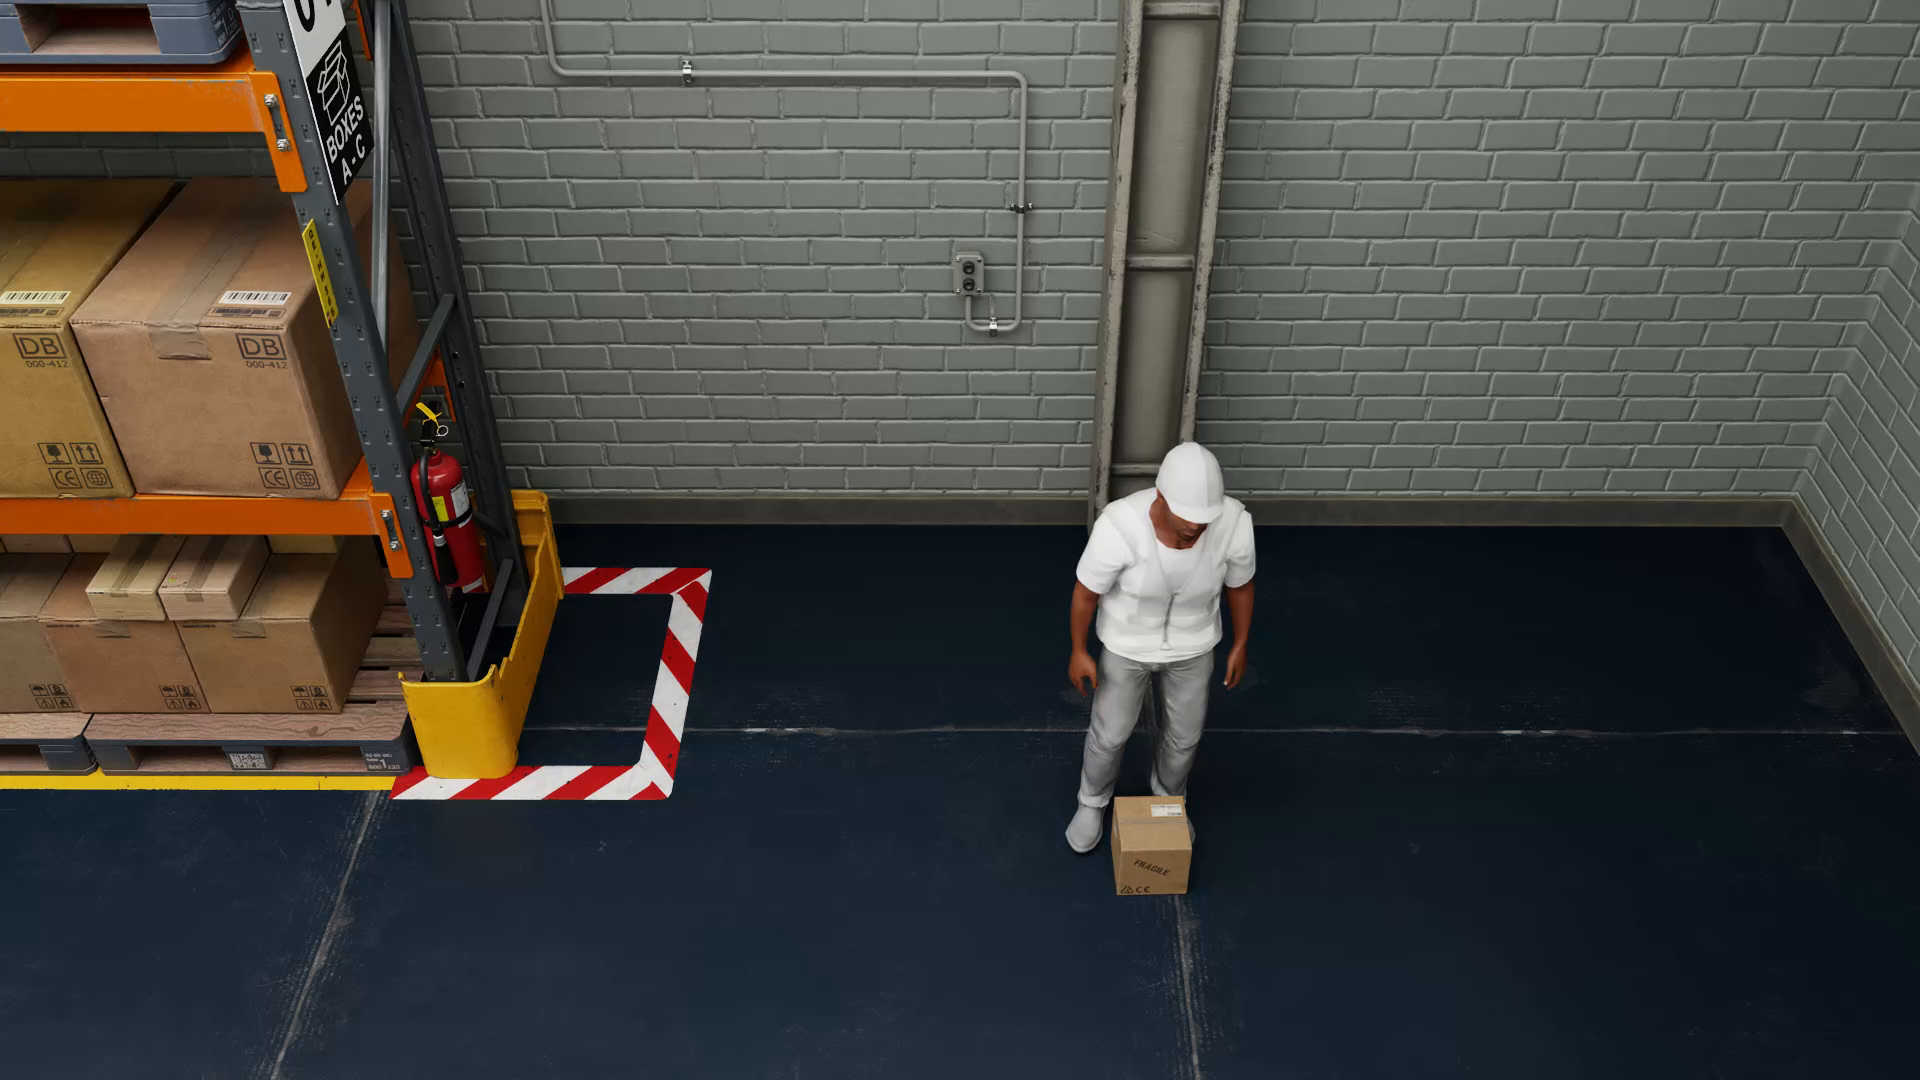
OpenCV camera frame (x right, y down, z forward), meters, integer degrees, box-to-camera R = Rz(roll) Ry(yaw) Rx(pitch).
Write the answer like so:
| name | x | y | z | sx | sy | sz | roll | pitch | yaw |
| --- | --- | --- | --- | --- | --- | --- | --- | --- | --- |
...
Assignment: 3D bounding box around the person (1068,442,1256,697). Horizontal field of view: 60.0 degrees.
| name | x | y | z | sx | sy | sz | roll | pitch | yaw |
| --- | --- | --- | --- | --- | --- | --- | --- | --- | --- |
| person | 0.685 | 0.101 | 5.470 | 0.632 | 1.062 | 0.462 | -2 | 39 | -3 |
